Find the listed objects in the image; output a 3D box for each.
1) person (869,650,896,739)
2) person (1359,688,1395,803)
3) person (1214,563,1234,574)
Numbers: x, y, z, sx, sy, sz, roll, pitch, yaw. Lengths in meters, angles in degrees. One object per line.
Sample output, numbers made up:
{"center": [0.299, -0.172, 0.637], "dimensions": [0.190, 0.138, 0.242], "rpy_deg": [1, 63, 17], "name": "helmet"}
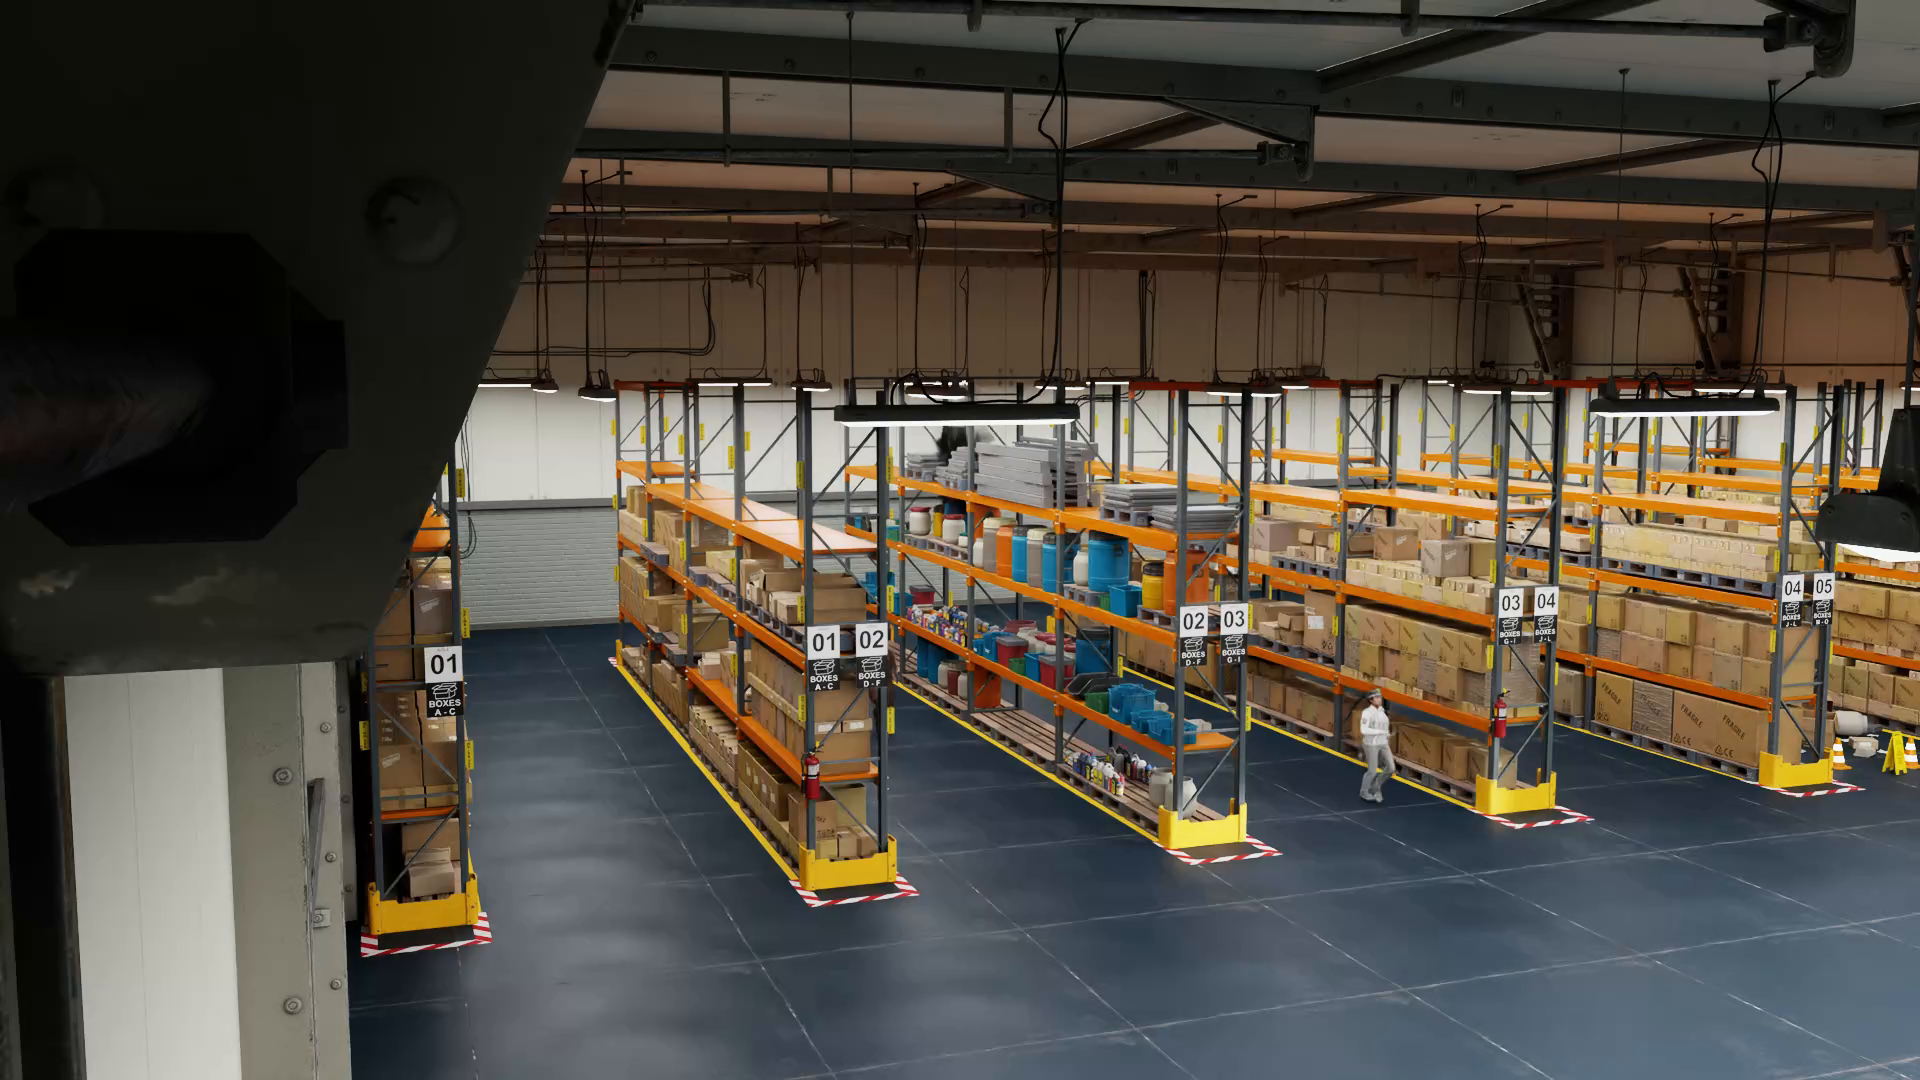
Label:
{"center": [-1.384, 2.483, 28.261], "dimensions": [0.713, 1.730, 0.754], "rpy_deg": [-3, 7, -27], "name": "person"}
{"center": [6.034, 2.966, 23.955], "dimensions": [0.596, 1.690, 0.614], "rpy_deg": [-3, 7, -30], "name": "person"}
{"center": [6.518, 1.137, 41.247], "dimensions": [0.844, 1.692, 0.727], "rpy_deg": [-3, 7, -25], "name": "person"}
